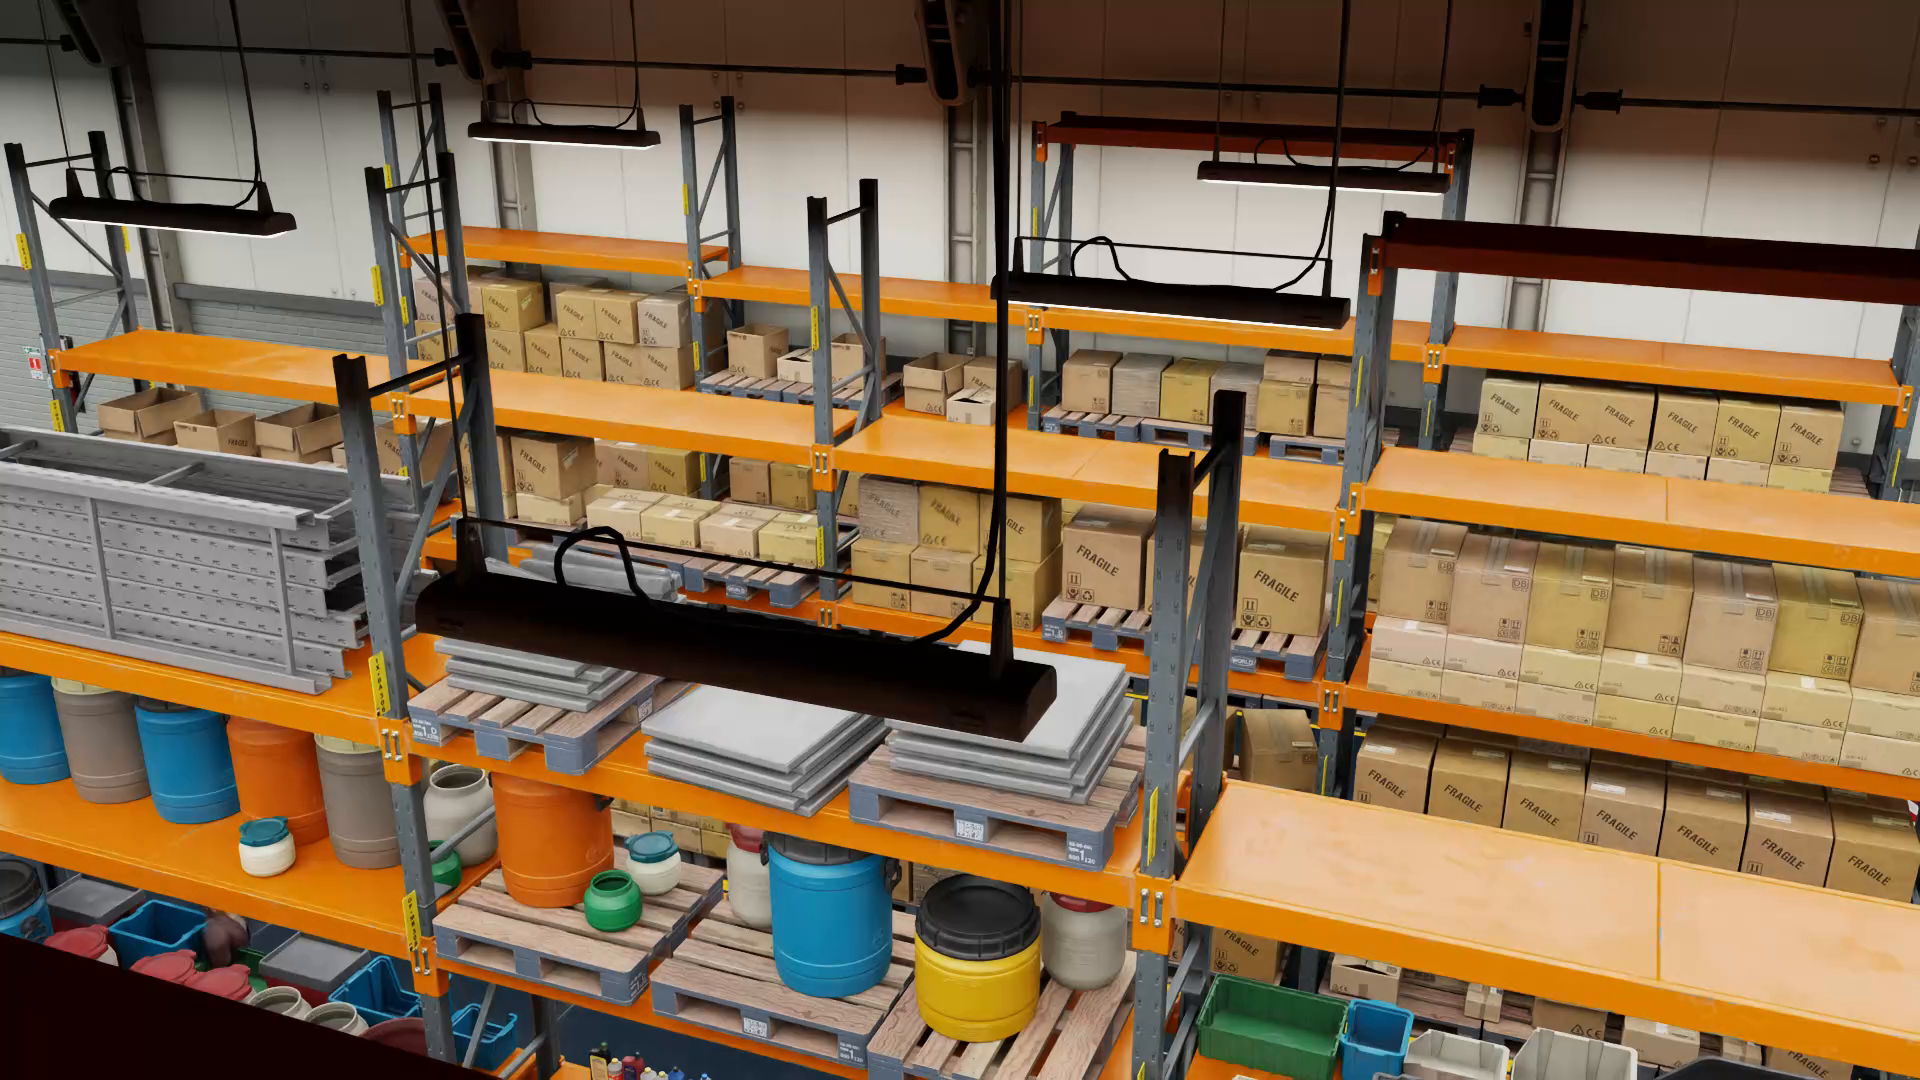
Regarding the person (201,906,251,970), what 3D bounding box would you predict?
[{"bbox_3d":[-5.001,3.069,11.369,0.551,1.733,0.602,-4,21,-9],"label":"person"}]
